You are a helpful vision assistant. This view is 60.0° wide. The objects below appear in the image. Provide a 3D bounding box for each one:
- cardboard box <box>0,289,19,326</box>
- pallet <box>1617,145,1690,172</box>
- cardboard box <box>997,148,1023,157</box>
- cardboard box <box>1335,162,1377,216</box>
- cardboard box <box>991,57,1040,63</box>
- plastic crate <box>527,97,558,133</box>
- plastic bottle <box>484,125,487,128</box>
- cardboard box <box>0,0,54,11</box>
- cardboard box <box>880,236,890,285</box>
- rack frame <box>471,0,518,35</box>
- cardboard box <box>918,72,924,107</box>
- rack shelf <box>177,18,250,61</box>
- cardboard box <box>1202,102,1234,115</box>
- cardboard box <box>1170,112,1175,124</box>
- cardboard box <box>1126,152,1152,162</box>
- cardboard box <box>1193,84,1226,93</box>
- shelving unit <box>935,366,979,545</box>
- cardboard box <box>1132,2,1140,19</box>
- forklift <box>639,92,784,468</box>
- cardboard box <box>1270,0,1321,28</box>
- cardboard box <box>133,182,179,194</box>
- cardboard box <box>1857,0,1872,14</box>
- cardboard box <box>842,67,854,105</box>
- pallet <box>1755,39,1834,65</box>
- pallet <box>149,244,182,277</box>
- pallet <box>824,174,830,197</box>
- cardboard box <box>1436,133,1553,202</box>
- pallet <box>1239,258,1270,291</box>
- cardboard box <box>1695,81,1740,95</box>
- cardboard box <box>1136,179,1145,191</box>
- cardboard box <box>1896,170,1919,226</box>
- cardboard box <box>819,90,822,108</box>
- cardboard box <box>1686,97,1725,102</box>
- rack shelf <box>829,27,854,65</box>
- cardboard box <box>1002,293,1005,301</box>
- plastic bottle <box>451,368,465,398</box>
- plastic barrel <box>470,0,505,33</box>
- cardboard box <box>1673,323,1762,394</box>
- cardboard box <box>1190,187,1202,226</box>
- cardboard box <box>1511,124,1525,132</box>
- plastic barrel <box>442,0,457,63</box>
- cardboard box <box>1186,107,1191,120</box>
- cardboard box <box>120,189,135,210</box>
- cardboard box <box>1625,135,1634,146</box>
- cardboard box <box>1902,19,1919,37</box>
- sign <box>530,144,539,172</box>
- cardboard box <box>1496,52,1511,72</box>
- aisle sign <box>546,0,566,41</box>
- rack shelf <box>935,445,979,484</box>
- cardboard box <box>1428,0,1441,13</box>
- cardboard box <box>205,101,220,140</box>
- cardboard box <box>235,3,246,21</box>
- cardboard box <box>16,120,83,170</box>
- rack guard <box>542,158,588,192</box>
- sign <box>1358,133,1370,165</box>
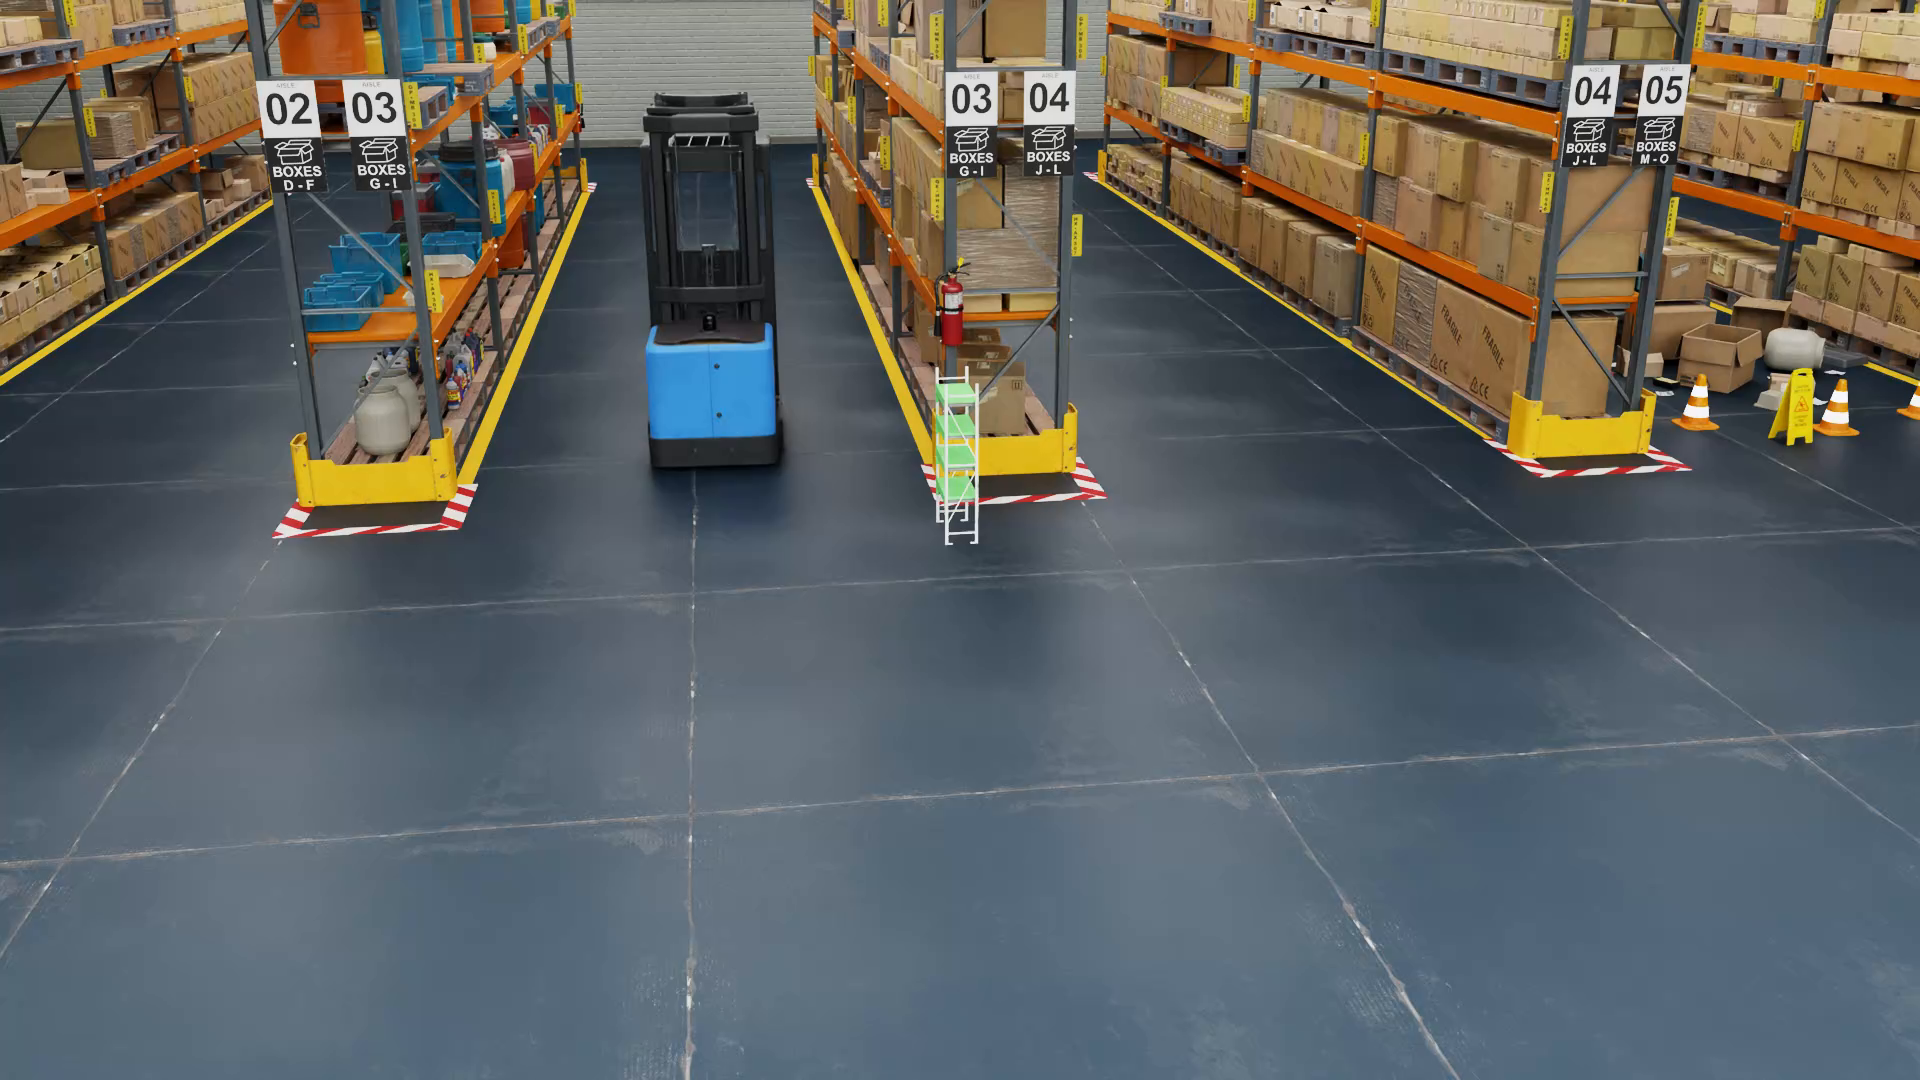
[{"bbox_3d":[-9.883,-2.360,16.775,0.500,0.311,0.500,-3,21,-8],"label":"cardboard box"},{"bbox_3d":[9.238,-4.911,21.352,1.213,0.211,1.003,-3,21,-8],"label":"pallet"},{"bbox_3d":[0.502,-3.005,13.977,0.500,0.500,0.500,-3,21,-8],"label":"cardboard box"},{"bbox_3d":[4.383,-3.787,17.924,0.500,0.500,0.500,-3,21,-8],"label":"cardboard box"},{"bbox_3d":[0.466,-3.959,13.887,0.380,0.149,0.250,-3,21,-8],"label":"cardboard box"},{"bbox_3d":[-6.135,-6.257,24.505,0.402,0.464,0.583,-3,21,-8],"label":"plastic crate"},{"bbox_3d":[-6.604,-5.628,23.165,0.061,0.283,0.133,-3,21,-8],"label":"plastic bottle"},{"bbox_3d":[-10.637,-6.316,18.980,0.500,0.500,0.500,-3,21,-8],"label":"cardboard box"},{"bbox_3d":[-0.568,-3.355,19.856,0.700,0.500,0.500,-5,21,-12],"label":"cardboard box"},{"bbox_3d":[-5.678,-7.303,18.908,1.000,3.000,0.127,-3,21,-8],"label":"rack frame"},{"bbox_3d":[-0.085,-3.812,14.063,0.500,0.250,0.500,-2,21,-7],"label":"cardboard box"},{"bbox_3d":[-11.445,-7.390,24.455,1.077,0.370,4.000,-3,21,-8],"label":"rack shelf"},{"bbox_3d":[3.479,-5.816,22.408,0.380,0.149,0.250,-3,21,-8],"label":"cardboard box"},{"bbox_3d":[3.249,-6.079,23.965,0.380,0.149,0.250,-3,21,-7],"label":"cardboard box"},{"bbox_3d":[2.949,-6.307,27.441,0.380,0.149,0.250,-2,21,-6],"label":"cardboard box"},{"bbox_3d":[3.748,-6.713,25.334,0.500,0.500,0.500,-3,21,-9],"label":"cardboard box"},{"bbox_3d":[-0.024,-0.619,12.160,0.258,1.200,0.503,-3,21,-8],"label":"shelving unit"},{"bbox_3d":[3.027,-8.354,26.225,0.500,0.250,0.500,-3,21,-8],"label":"cardboard box"},{"bbox_3d":[-2.169,-2.440,14.559,1.130,2.935,3.031,-2,21,-6],"label":"forklift"},{"bbox_3d":[4.033,-6.303,19.901,0.500,0.311,0.500,-3,21,-8],"label":"cardboard box"},{"bbox_3d":[-11.519,-4.847,23.850,0.500,0.500,0.500,-3,21,-8],"label":"cardboard box"},{"bbox_3d":[9.837,-6.018,18.653,0.500,0.250,0.500,-3,21,-9],"label":"cardboard box"},{"bbox_3d":[-1.253,-6.423,23.550,0.797,0.503,0.637,-3,21,-9],"label":"cardboard box"},{"bbox_3d":[9.623,-5.394,18.351,1.213,0.211,1.003,-3,21,-8],"label":"pallet"},{"bbox_3d":[-10.823,-3.620,21.606,1.003,0.211,1.213,-3,21,-8],"label":"pallet"},{"bbox_3d":[-1.737,-5.933,27.800,1.003,0.211,1.213,-3,21,-8],"label":"pallet"},{"bbox_3d":[4.962,-3.458,15.429,0.875,0.550,0.500,-3,21,-8],"label":"cardboard box"},{"bbox_3d":[4.185,-3.374,20.949,1.003,0.211,1.213,-3,21,-8],"label":"pallet"},{"bbox_3d":[12.831,-7.636,28.163,0.500,0.250,0.500,-3,21,-9],"label":"cardboard box"},{"bbox_3d":[3.027,-5.681,26.613,0.380,0.149,0.250,-3,21,-8],"label":"cardboard box"},{"bbox_3d":[9.642,-3.356,16.346,0.500,0.500,0.500,-3,21,-7],"label":"cardboard box"},{"bbox_3d":[-1.977,-7.048,26.588,0.500,0.250,0.500,-4,21,-10],"label":"cardboard box"},{"bbox_3d":[9.456,-5.303,20.960,0.500,0.500,0.500,-3,21,-9],"label":"cardboard box"},{"bbox_3d":[-1.065,-6.503,22.081,1.077,0.370,4.000,-3,21,-8],"label":"rack shelf"},{"bbox_3d":[0.554,-2.053,13.785,0.380,0.149,0.250,-3,21,-8],"label":"cardboard box"},{"bbox_3d":[-4.527,-1.413,14.982,0.097,0.271,0.097,0,20,0],"label":"plastic bottle"},{"bbox_3d":[-5.757,-6.492,19.811,0.600,0.830,0.708,-3,21,-8],"label":"plastic barrel"},{"bbox_3d":[7.425,-1.783,16.272,0.637,0.503,0.797,17,27,39],"label":"cardboard box"},{"bbox_3d":[3.580,-4.735,23.579,0.500,0.500,0.500,-3,21,-7],"label":"cardboard box"},{"bbox_3d":[8.390,-6.034,24.298,0.500,0.250,0.500,-3,21,-8],"label":"cardboard box"},{"bbox_3d":[-5.578,-5.366,17.292,0.600,0.901,0.708,-3,21,-8],"label":"plastic barrel"},{"bbox_3d":[3.365,-5.947,23.186,0.380,0.149,0.250,-3,21,-9],"label":"cardboard box"},{"bbox_3d":[-11.184,-4.489,21.821,0.500,0.250,0.500,-3,21,-8],"label":"cardboard box"},{"bbox_3d":[8.893,-5.199,21.609,0.380,0.149,0.250,-4,21,-11],"label":"cardboard box"},{"bbox_3d":[9.522,-5.037,16.347,0.380,0.149,0.250,-4,21,-10],"label":"cardboard box"},{"bbox_3d":[-5.134,-4.599,20.010,0.100,0.325,0.005,-3,21,-8],"label":"sign"},{"bbox_3d":[4.807,-4.080,14.183,0.380,0.149,0.250,-3,21,-7],"label":"cardboard box"},{"bbox_3d":[-6.551,-8.520,27.025,0.394,0.787,0.004,-3,21,-8],"label":"aisle sign"},{"bbox_3d":[-0.024,-0.560,12.182,0.258,0.148,0.480,-3,21,-8],"label":"rack shelf"},{"bbox_3d":[4.588,-4.981,15.455,0.380,0.149,0.250,-3,21,-7],"label":"cardboard box"},{"bbox_3d":[-11.037,-6.043,23.966,0.500,0.500,0.500,-3,21,-7],"label":"cardboard box"},{"bbox_3d":[-11.398,-8.184,25.769,0.500,0.250,0.500,-3,21,-8],"label":"cardboard box"},{"bbox_3d":[-10.782,-4.700,19.770,0.700,0.500,0.500,-10,23,-26],"label":"cardboard box"},{"bbox_3d":[-6.847,-6.099,27.831,1.175,0.500,0.348,-3,21,-8],"label":"rack guard"},{"bbox_3d":[4.187,-4.047,17.223,0.100,0.325,0.005,-3,21,-8],"label":"sign"}]
